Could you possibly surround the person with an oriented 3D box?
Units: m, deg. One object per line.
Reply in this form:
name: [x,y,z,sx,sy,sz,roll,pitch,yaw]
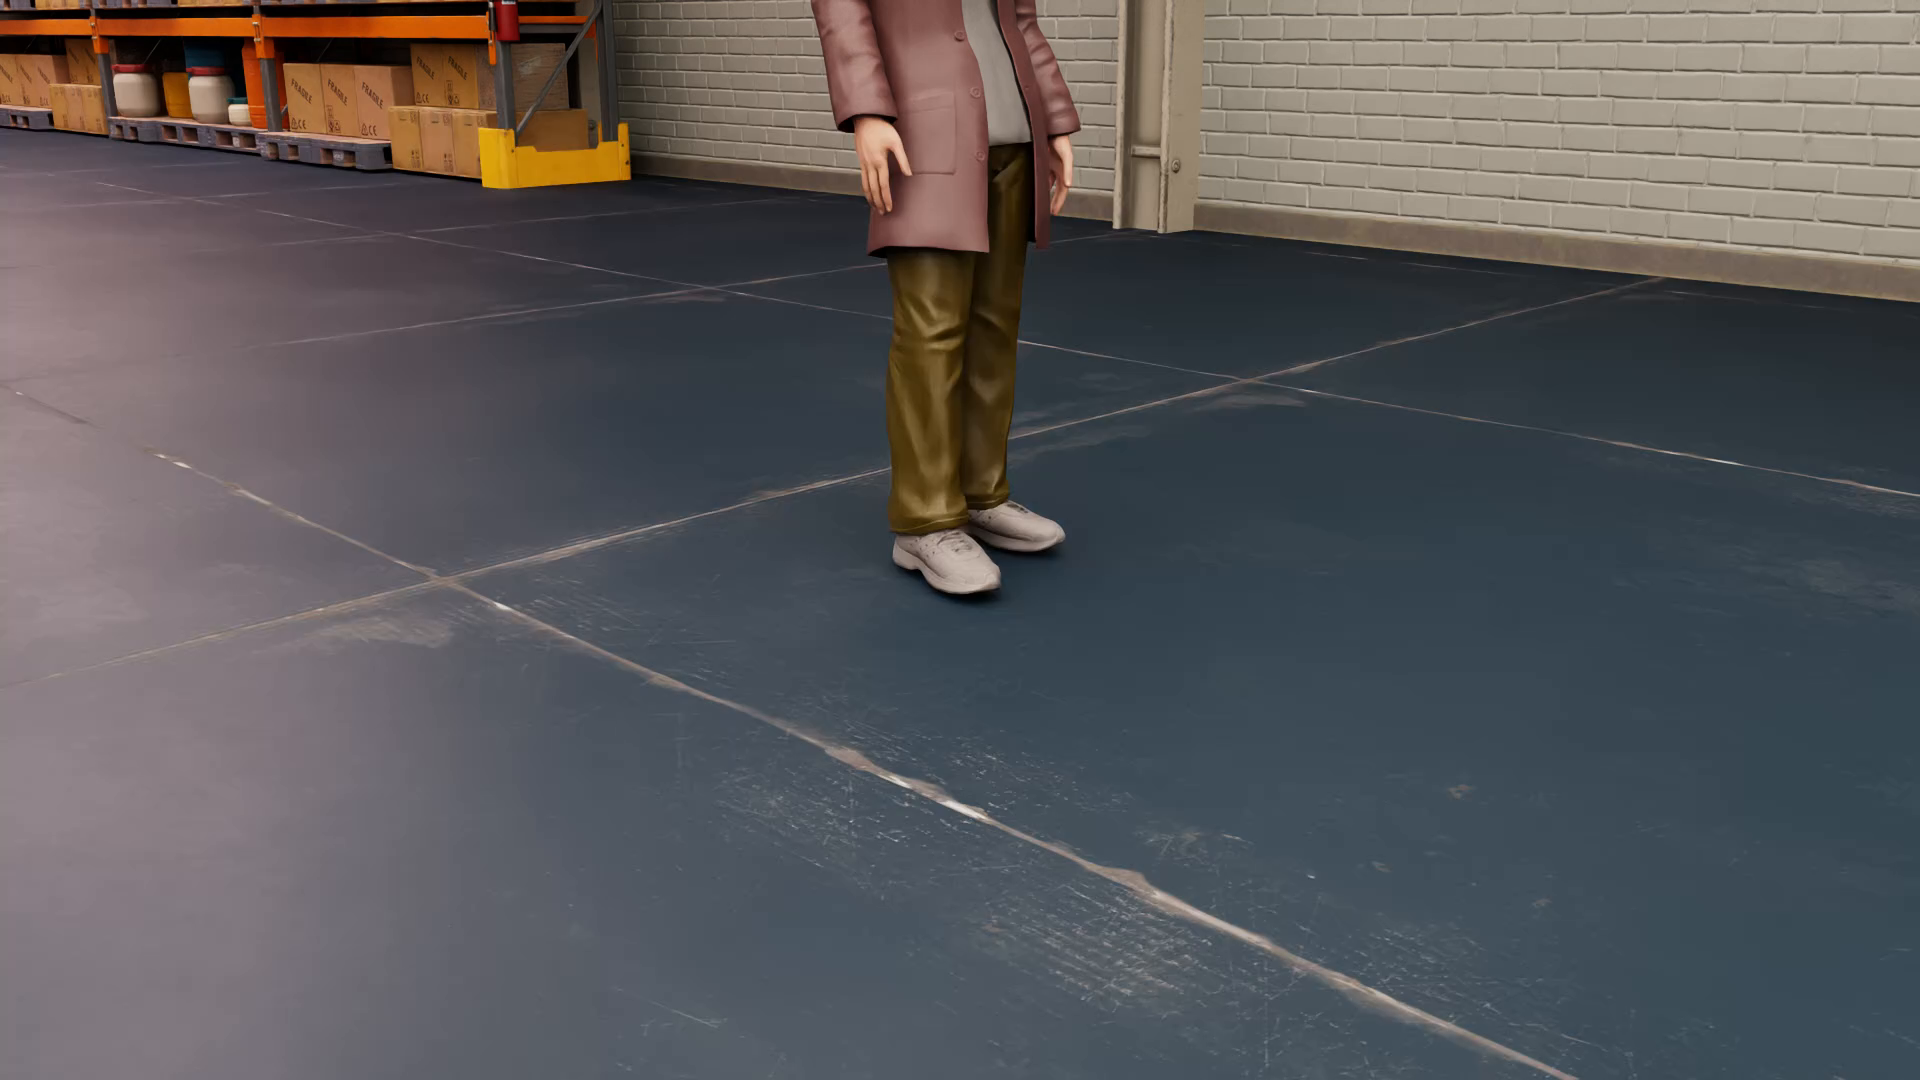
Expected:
person: [0.061,-0.837,3.566,0.582,1.776,0.696,16,23,42]
